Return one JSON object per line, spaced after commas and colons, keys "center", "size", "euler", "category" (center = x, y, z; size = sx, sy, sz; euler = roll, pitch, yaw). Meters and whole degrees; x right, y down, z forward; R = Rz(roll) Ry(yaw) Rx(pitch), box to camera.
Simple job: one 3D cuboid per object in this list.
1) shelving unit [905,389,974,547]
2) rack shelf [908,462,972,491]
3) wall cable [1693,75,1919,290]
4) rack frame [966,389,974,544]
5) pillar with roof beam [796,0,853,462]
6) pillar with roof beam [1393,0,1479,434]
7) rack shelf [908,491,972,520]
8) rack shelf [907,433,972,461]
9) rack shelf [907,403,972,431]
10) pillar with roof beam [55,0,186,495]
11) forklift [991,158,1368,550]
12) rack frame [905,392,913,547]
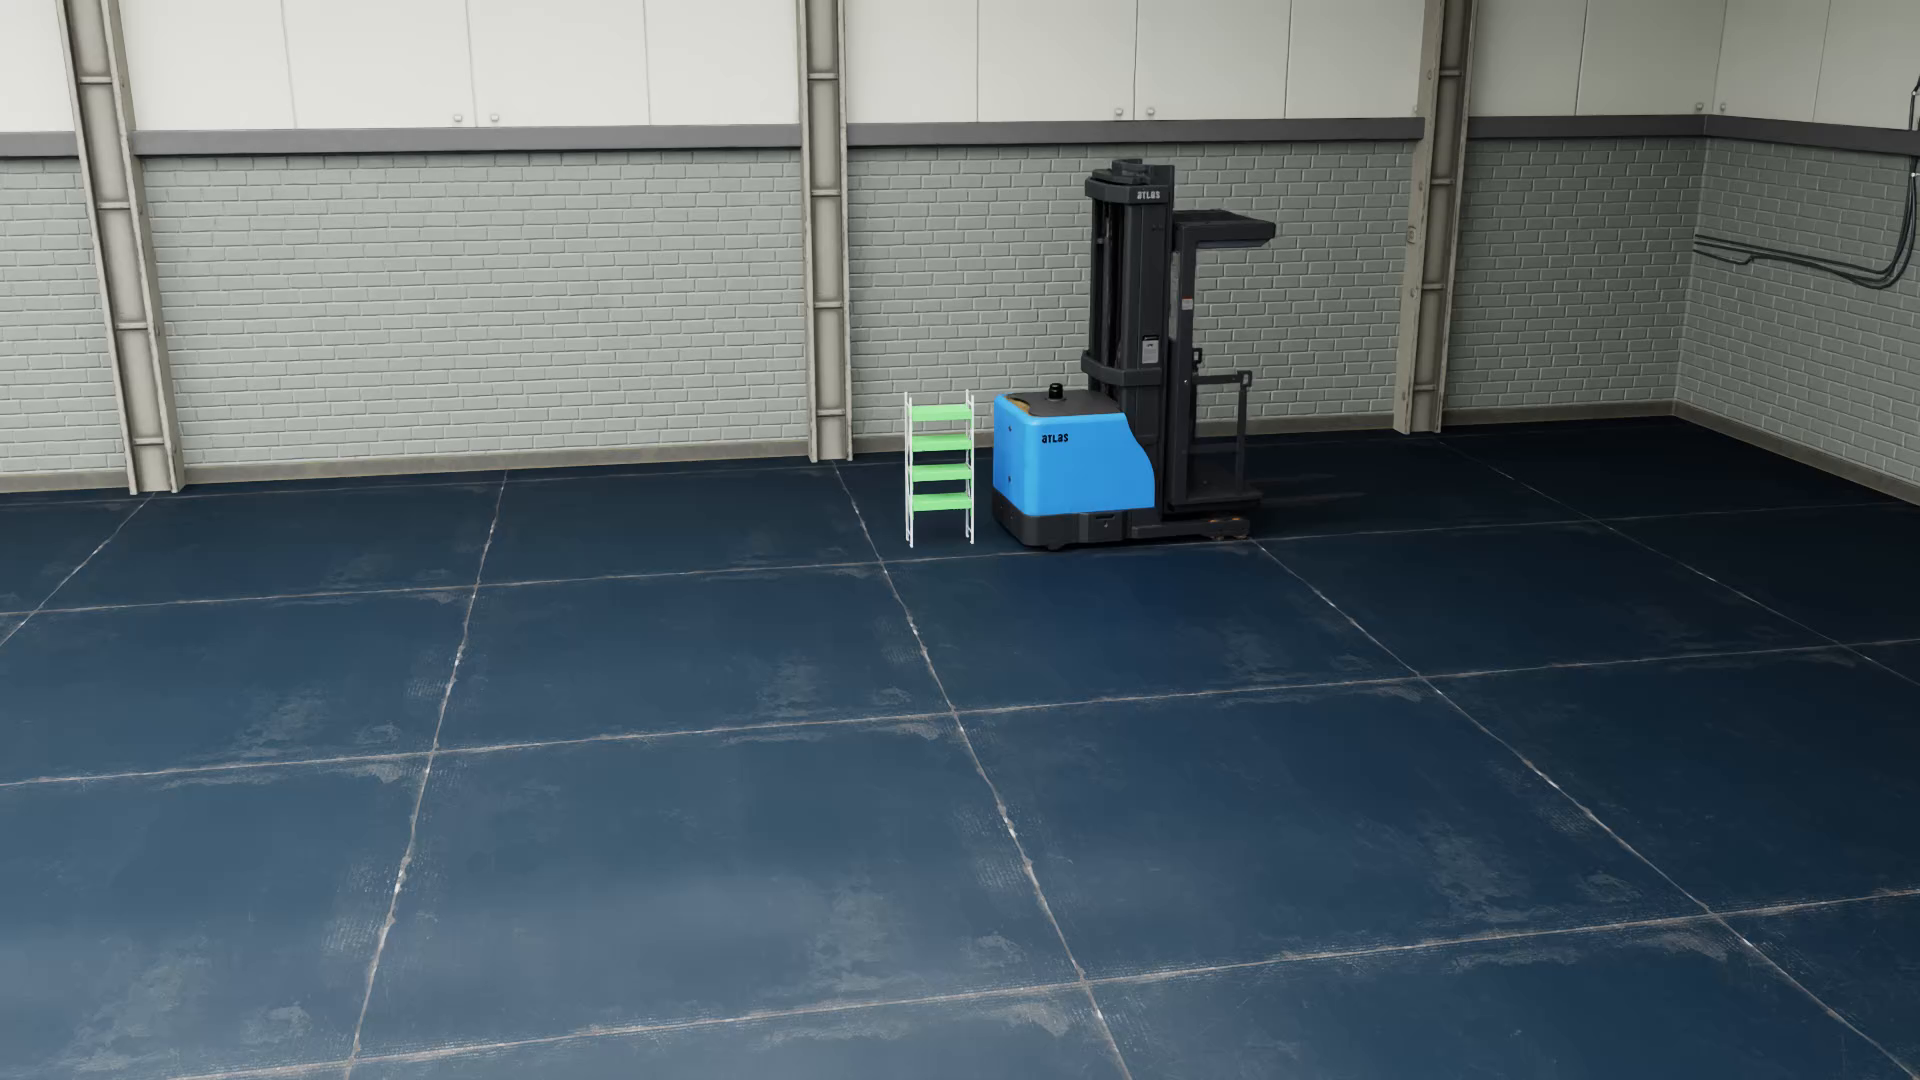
{"center": [-0.163, -0.564, 13.106], "size": [0.503, 1.200, 0.258], "euler": [-3, 17, -10], "category": "shelving unit"}
{"center": [-0.163, -0.503, 13.124], "size": [0.480, 0.148, 0.258], "euler": [-3, 17, -10], "category": "rack shelf"}
{"center": [7.799, -3.723, 15.394], "size": [0.112, 2.526, 3.097], "euler": [-3, 17, -10], "category": "wall cable"}
{"center": [0.077, -0.578, 13.150], "size": [0.015, 1.200, 0.240], "euler": [-3, 17, -10], "category": "rack frame"}
{"center": [-0.419, -3.849, 10.517], "size": [0.400, 9.000, 9.100], "euler": [-3, 17, -10], "category": "pillar with roof beam"}
{"center": [5.472, -4.183, 11.605], "size": [0.400, 9.000, 9.100], "euler": [-3, 17, -10], "category": "pillar with roof beam"}
{"center": [-0.163, -0.274, 13.195], "size": [0.480, 0.148, 0.258], "euler": [-3, 17, -10], "category": "rack shelf"}
{"center": [-0.163, -0.733, 13.054], "size": [0.480, 0.148, 0.258], "euler": [-3, 17, -10], "category": "rack shelf"}
{"center": [-0.163, -0.962, 12.983], "size": [0.480, 0.148, 0.258], "euler": [-3, 17, -10], "category": "rack shelf"}
{"center": [-6.310, -3.515, 9.429], "size": [0.400, 9.000, 9.100], "euler": [-3, 17, -10], "category": "pillar with roof beam"}
{"center": [1.836, -1.542, 13.339], "size": [3.031, 2.935, 1.130], "euler": [-5, 18, -14], "category": "forklift"}
{"center": [-0.402, -0.551, 13.061], "size": [0.015, 1.200, 0.240], "euler": [-3, 17, -10], "category": "rack frame"}
